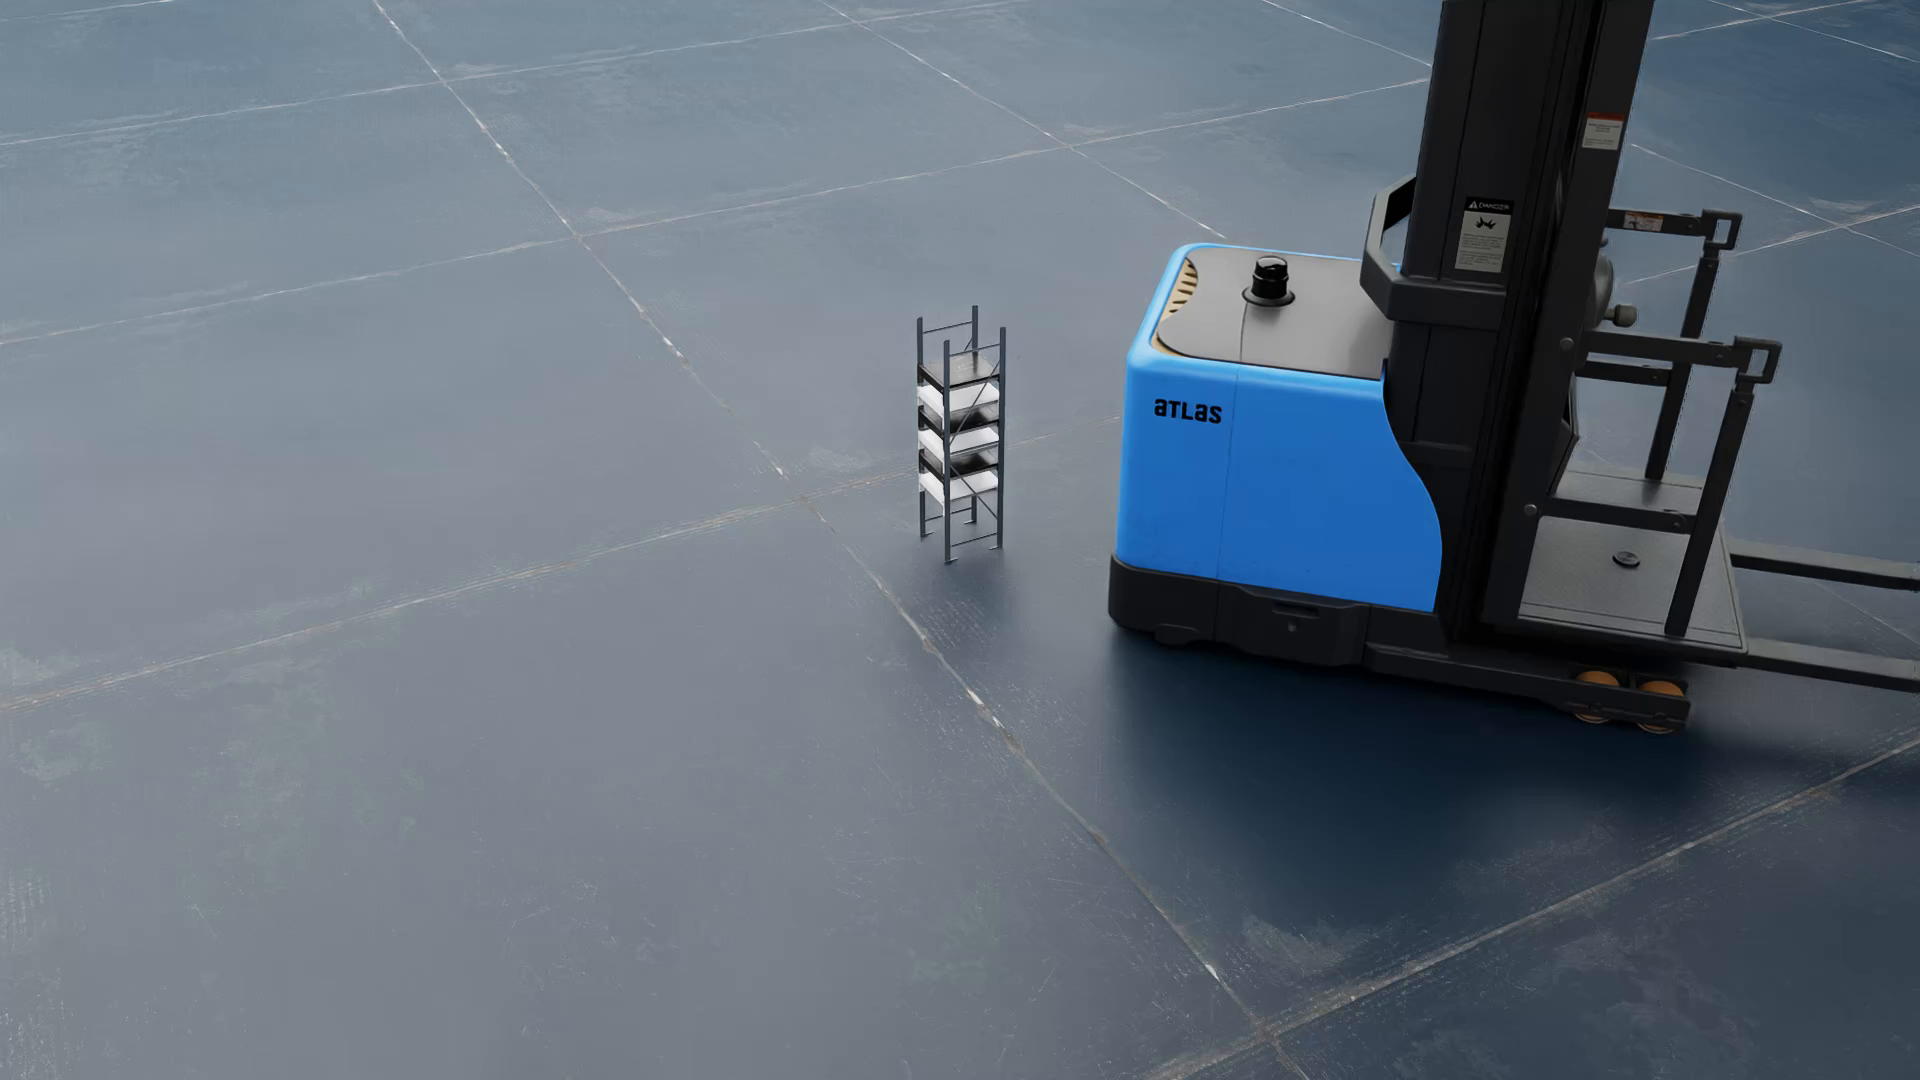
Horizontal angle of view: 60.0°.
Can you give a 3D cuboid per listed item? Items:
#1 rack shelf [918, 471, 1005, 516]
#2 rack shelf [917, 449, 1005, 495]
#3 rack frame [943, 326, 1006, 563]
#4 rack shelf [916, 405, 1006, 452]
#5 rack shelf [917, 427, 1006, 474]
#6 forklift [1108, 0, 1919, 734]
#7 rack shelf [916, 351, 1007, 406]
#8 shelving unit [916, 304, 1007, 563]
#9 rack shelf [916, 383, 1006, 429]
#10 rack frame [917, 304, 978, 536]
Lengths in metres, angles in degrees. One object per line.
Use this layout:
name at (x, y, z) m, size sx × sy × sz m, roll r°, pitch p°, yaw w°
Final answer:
rack shelf at (0.004, -0.195, 6.116) m, size 0.258 × 0.077 × 0.200 m, roll -16°, pitch 36°, yaw -23°
rack shelf at (0.004, -0.271, 6.068) m, size 0.258 × 0.077 × 0.200 m, roll -16°, pitch 36°, yaw -23°
rack frame at (0.051, -0.327, 5.925) m, size 0.240 × 0.900 × 0.006 m, roll -16°, pitch 36°, yaw -23°
rack shelf at (0.004, -0.423, 5.971) m, size 0.258 × 0.077 × 0.200 m, roll -16°, pitch 36°, yaw -23°
rack shelf at (0.004, -0.347, 6.019) m, size 0.258 × 0.077 × 0.200 m, roll -16°, pitch 36°, yaw -23°
forklift at (2.085, -0.939, 4.998) m, size 3.031 × 2.935 × 1.130 m, roll 9°, pitch 34°, yaw 13°
rack shelf at (0.004, -0.574, 5.874) m, size 0.258 × 0.077 × 0.200 m, roll -16°, pitch 36°, yaw -23°
shelving unit at (0.004, -0.375, 6.001) m, size 0.258 × 0.900 × 0.210 m, roll -16°, pitch 36°, yaw -23°
rack shelf at (0.004, -0.499, 5.922) m, size 0.258 × 0.077 × 0.200 m, roll -16°, pitch 36°, yaw -23°
rack frame at (-0.044, -0.424, 6.077) m, size 0.240 × 0.900 × 0.006 m, roll -16°, pitch 36°, yaw -23°
